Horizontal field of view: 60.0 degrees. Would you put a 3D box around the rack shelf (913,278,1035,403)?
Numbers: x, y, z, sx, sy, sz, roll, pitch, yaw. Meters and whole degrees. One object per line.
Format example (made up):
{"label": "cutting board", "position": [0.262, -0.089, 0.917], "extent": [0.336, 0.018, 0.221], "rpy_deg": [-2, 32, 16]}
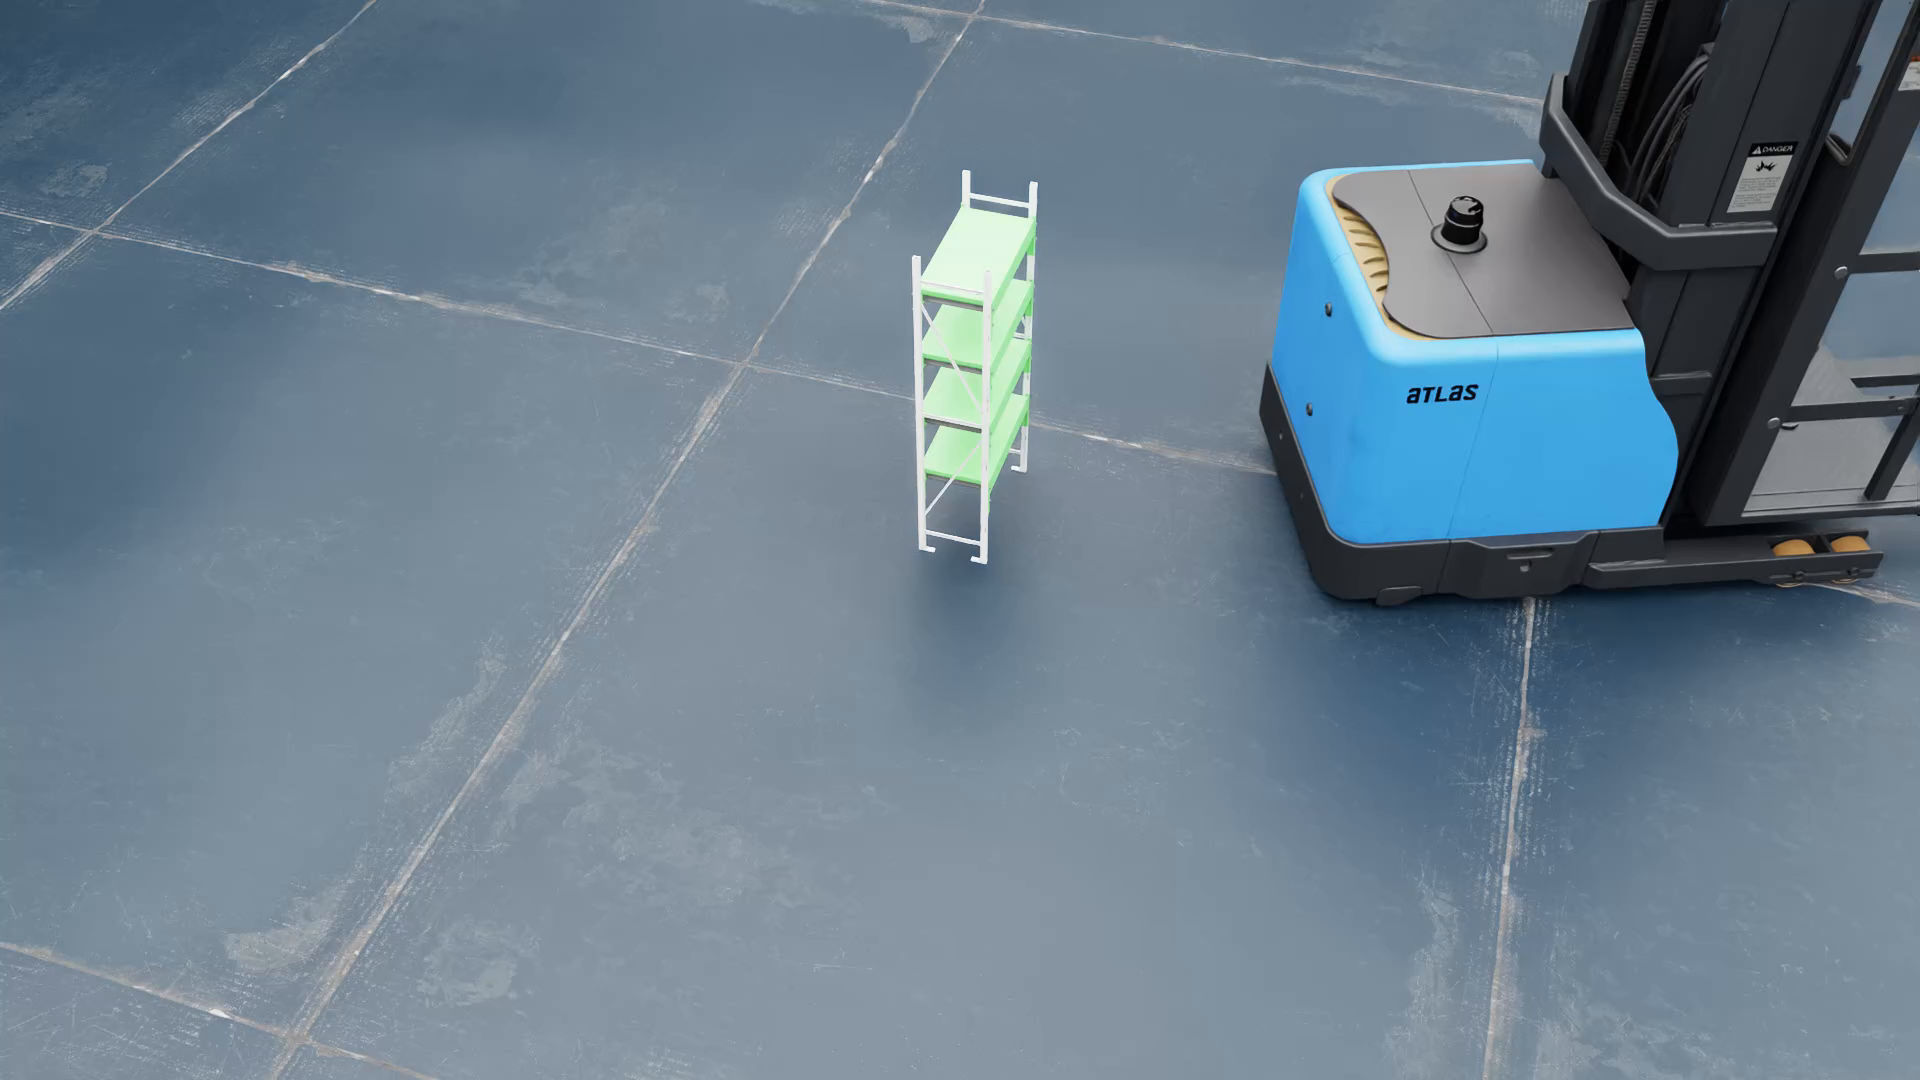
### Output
{"label": "rack shelf", "position": [0.050, -0.665, 5.320], "extent": [0.258, 0.148, 0.480], "rpy_deg": [13, 46, 12]}

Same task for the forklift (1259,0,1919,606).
{"label": "forklift", "position": [2.647, -1.256, 4.938], "extent": [3.031, 2.935, 1.130], "rpy_deg": [-4, 44, -4]}

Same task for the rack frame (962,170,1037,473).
{"label": "rack frame", "position": [0.124, -0.702, 5.609], "extent": [0.240, 1.200, 0.015], "rpy_deg": [13, 46, 12]}

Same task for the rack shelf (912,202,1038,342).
{"label": "rack shelf", "position": [0.050, -0.837, 5.152], "extent": [0.258, 0.148, 0.480], "rpy_deg": [13, 46, 12]}

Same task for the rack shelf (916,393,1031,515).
{"label": "rack shelf", "position": [0.050, -0.322, 5.656], "extent": [0.258, 0.148, 0.480], "rpy_deg": [13, 46, 12]}

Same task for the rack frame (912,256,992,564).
{"label": "rack frame", "position": [-0.024, -0.377, 5.277], "extent": [0.240, 1.200, 0.015], "rpy_deg": [13, 46, 12]}

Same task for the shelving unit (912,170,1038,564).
{"label": "shelving unit", "position": [0.050, -0.539, 5.443], "extent": [0.258, 1.200, 0.503], "rpy_deg": [13, 46, 12]}

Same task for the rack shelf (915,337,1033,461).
{"label": "rack shelf", "position": [0.050, -0.494, 5.488], "extent": [0.258, 0.148, 0.480], "rpy_deg": [13, 46, 12]}
